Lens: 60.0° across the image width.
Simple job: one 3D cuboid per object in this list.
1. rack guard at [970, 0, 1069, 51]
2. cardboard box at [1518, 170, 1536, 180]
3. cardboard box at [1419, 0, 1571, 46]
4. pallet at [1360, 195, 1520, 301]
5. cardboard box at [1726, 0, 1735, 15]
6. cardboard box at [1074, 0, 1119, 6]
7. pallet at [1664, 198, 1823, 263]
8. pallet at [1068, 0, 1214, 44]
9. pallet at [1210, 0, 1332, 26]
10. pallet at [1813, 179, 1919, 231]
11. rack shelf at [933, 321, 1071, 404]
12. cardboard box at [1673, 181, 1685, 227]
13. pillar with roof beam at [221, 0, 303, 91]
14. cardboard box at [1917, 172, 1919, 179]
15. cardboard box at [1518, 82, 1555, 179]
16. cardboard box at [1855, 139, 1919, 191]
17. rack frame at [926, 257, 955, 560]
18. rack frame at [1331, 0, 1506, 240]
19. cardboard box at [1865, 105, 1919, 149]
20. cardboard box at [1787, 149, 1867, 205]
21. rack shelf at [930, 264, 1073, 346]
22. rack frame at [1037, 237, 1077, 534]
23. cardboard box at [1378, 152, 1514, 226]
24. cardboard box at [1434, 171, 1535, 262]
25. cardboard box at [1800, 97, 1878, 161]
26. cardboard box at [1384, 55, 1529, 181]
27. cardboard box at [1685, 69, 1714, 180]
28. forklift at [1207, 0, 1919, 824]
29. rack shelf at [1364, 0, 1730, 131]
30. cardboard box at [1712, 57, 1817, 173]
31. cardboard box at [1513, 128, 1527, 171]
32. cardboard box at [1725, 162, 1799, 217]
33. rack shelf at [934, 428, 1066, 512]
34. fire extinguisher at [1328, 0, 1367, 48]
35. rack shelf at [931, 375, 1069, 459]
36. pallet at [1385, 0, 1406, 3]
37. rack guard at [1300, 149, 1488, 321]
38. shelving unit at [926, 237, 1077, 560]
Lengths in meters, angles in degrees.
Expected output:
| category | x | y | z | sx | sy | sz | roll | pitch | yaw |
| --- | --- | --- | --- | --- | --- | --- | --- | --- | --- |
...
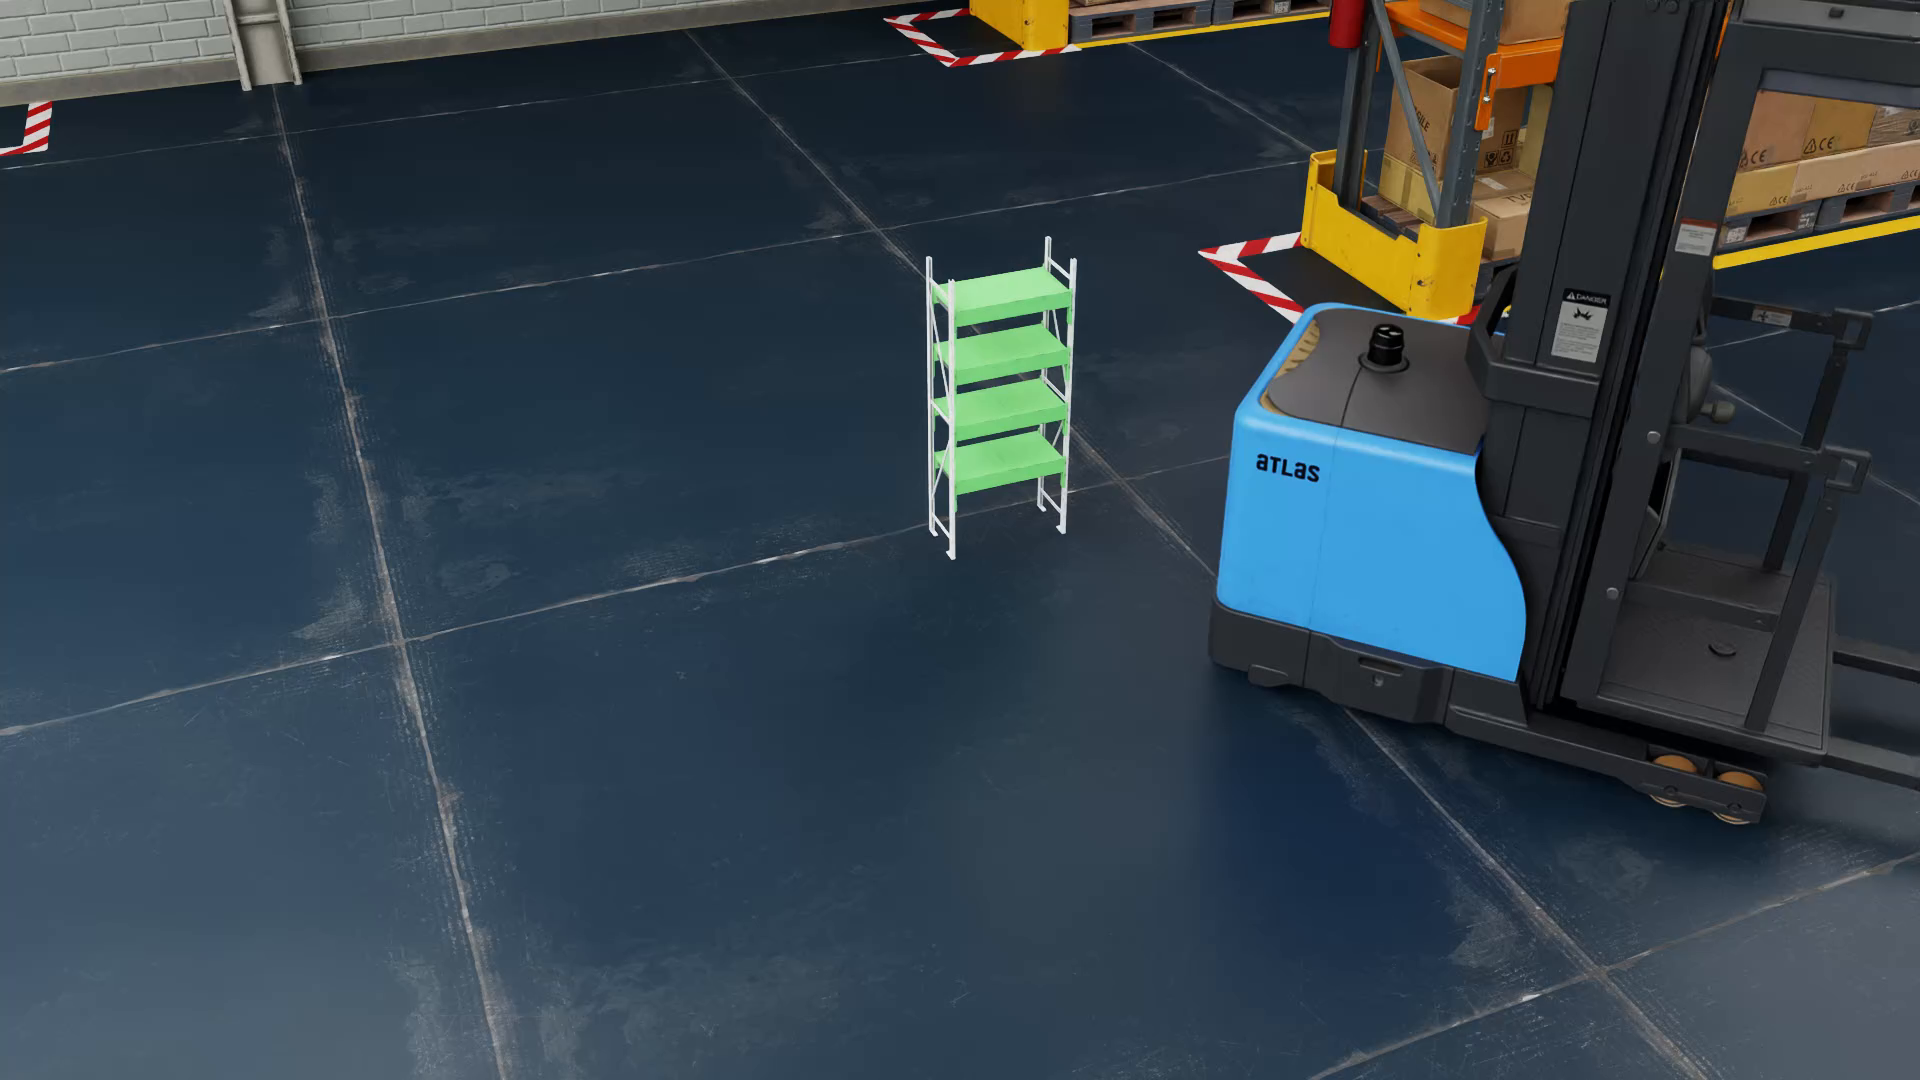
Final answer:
| category | x | y | z | sx | sy | sz | roll | pitch | yaw |
| --- | --- | --- | --- | --- | --- | --- | --- | --- | --- |
| rack guard | 0.440 | -4.146 | 12.664 | 0.348 | 0.500 | 1.175 | -13 | 35 | -19 |
| cardboard box | 3.331 | -1.820 | 8.933 | 0.500 | 0.250 | 0.500 | -13 | 35 | -19 |
| cardboard box | 2.726 | -2.822 | 8.244 | 0.500 | 0.500 | 0.700 | -13 | 35 | -19 |
| pallet | 2.980 | -1.701 | 9.171 | 1.213 | 0.211 | 1.003 | -13 | 35 | -19 |
| cardboard box | 3.669 | -3.037 | 8.575 | 0.500 | 0.500 | 0.700 | -13 | 35 | -19 |
| cardboard box | 1.043 | -4.336 | 12.726 | 0.500 | 0.311 | 0.500 | -17 | 37 | -24 |
| pallet | 4.103 | -1.957 | 9.564 | 1.213 | 0.211 | 1.003 | -13 | 35 | -19 |
| pallet | 1.203 | -4.179 | 12.979 | 1.213 | 0.211 | 1.003 | -13 | 35 | -19 |
| pallet | 2.326 | -4.434 | 13.371 | 1.213 | 0.211 | 1.003 | -13 | 35 | -19 |
| pallet | 5.230 | -2.216 | 9.963 | 1.213 | 0.211 | 1.003 | -13 | 35 | -19 |
| rack shelf | 0.153 | -0.685 | 6.380 | 0.480 | 0.148 | 0.258 | -13 | 35 | -19 |
| cardboard box | 3.792 | -1.925 | 9.095 | 0.500 | 0.250 | 0.500 | -13 | 35 | -19 |
| pillar with roof beam | -3.185 | -4.844 | 5.943 | 0.400 | 9.000 | 9.100 | -13 | 35 | -19 |
| cardboard box | 5.636 | -2.348 | 9.744 | 0.500 | 0.250 | 0.500 | -13 | 35 | -19 |
| cardboard box | 3.332 | -2.133 | 8.727 | 0.500 | 0.500 | 0.500 | -13 | 35 | -19 |
| cardboard box | 5.171 | -2.247 | 9.589 | 0.500 | 0.250 | 0.500 | -13 | 35 | -19 |
| rack frame | -0.072 | -0.486 | 6.397 | 0.015 | 1.200 | 0.240 | -13 | 35 | -19 |
| rack frame | 2.291 | -2.688 | 8.130 | 0.127 | 3.000 | 1.000 | -13 | 35 | -19 |
| cardboard box | 5.171 | -2.562 | 9.386 | 0.500 | 0.500 | 0.500 | -13 | 35 | -19 |
| cardboard box | 4.716 | -2.134 | 9.416 | 0.500 | 0.250 | 0.500 | -13 | 35 | -19 |
| rack shelf | 0.153 | -0.887 | 6.250 | 0.480 | 0.148 | 0.258 | -13 | 35 | -19 |
| rack frame | 0.378 | -0.589 | 6.556 | 0.015 | 1.200 | 0.240 | -13 | 35 | -19 |
| cardboard box | 2.671 | -1.973 | 9.168 | 0.500 | 0.250 | 0.500 | -13 | 35 | -19 |
| cardboard box | 2.872 | -1.712 | 8.768 | 0.500 | 0.250 | 0.500 | -13 | 35 | -19 |
| cardboard box | 4.711 | -2.455 | 9.221 | 0.500 | 0.500 | 0.500 | -13 | 35 | -19 |
| cardboard box | 2.670 | -2.288 | 8.965 | 0.500 | 0.500 | 0.500 | -13 | 35 | -19 |
| cardboard box | 3.788 | -2.245 | 8.899 | 0.500 | 0.500 | 0.500 | -13 | 35 | -19 |
| forklift | 2.450 | -0.647 | 5.057 | 3.031 | 2.935 | 1.130 | 14 | 36 | 21 |
| rack shelf | 4.135 | -2.808 | 8.975 | 4.000 | 0.370 | 1.077 | -13 | 35 | -19 |
| cardboard box | 4.256 | -2.342 | 9.048 | 0.500 | 0.500 | 0.500 | -13 | 35 | -19 |
| cardboard box | 3.127 | -2.084 | 9.339 | 0.500 | 0.250 | 0.500 | -13 | 35 | -19 |
| cardboard box | 4.255 | -2.028 | 9.253 | 0.500 | 0.250 | 0.500 | -13 | 35 | -19 |
| rack shelf | 0.153 | -0.283 | 6.642 | 0.480 | 0.148 | 0.258 | -13 | 35 | -19 |
| fire extinguisher | 2.002 | -2.864 | 8.472 | 0.183 | 0.674 | 0.296 | -13 | 35 | -19 |
| rack shelf | 0.153 | -0.484 | 6.511 | 0.480 | 0.148 | 0.258 | -13 | 35 | -19 |
| pallet | 3.452 | -4.694 | 13.770 | 1.213 | 0.211 | 1.003 | -13 | 35 | -19 |
| rack guard | 2.269 | -1.635 | 8.804 | 0.348 | 0.500 | 1.175 | -13 | 35 | -19 |
| shelving unit | 0.153 | -0.538 | 6.476 | 0.503 | 1.200 | 0.258 | -13 | 35 | -19 |
